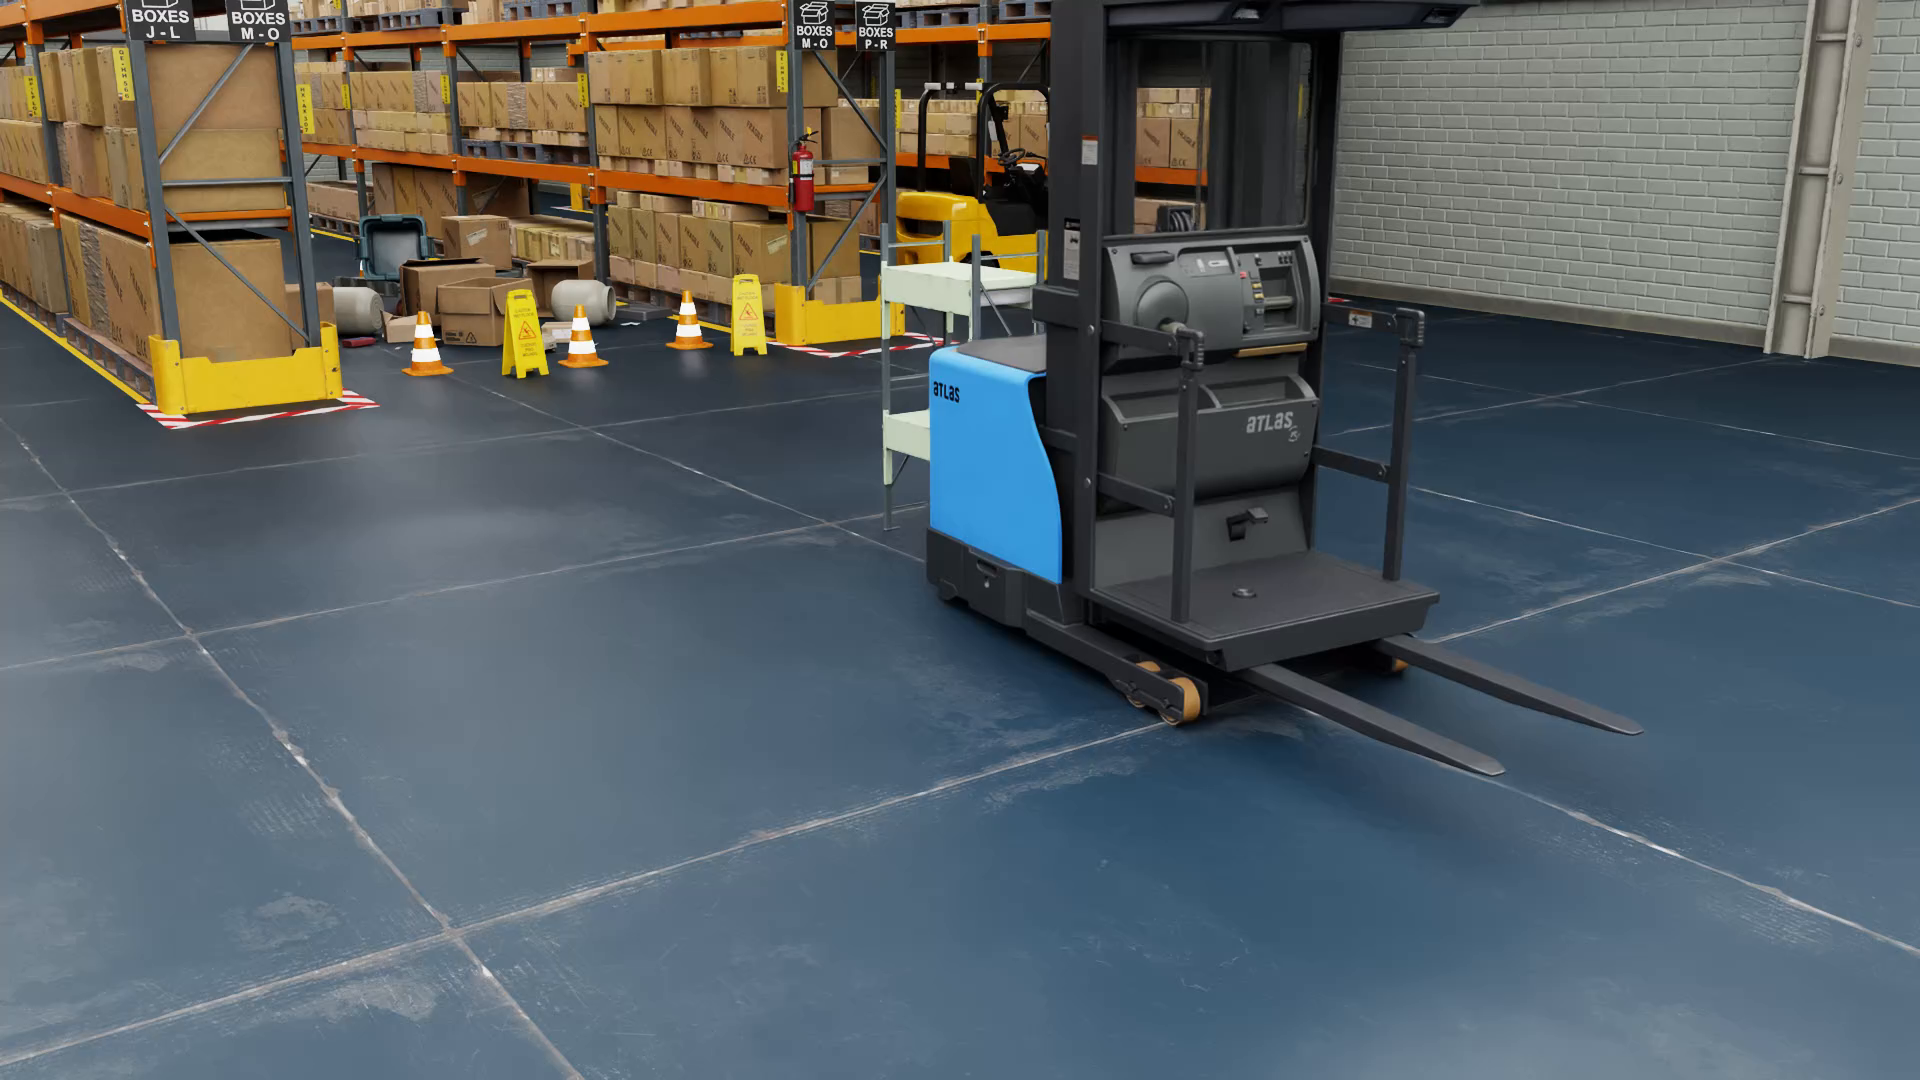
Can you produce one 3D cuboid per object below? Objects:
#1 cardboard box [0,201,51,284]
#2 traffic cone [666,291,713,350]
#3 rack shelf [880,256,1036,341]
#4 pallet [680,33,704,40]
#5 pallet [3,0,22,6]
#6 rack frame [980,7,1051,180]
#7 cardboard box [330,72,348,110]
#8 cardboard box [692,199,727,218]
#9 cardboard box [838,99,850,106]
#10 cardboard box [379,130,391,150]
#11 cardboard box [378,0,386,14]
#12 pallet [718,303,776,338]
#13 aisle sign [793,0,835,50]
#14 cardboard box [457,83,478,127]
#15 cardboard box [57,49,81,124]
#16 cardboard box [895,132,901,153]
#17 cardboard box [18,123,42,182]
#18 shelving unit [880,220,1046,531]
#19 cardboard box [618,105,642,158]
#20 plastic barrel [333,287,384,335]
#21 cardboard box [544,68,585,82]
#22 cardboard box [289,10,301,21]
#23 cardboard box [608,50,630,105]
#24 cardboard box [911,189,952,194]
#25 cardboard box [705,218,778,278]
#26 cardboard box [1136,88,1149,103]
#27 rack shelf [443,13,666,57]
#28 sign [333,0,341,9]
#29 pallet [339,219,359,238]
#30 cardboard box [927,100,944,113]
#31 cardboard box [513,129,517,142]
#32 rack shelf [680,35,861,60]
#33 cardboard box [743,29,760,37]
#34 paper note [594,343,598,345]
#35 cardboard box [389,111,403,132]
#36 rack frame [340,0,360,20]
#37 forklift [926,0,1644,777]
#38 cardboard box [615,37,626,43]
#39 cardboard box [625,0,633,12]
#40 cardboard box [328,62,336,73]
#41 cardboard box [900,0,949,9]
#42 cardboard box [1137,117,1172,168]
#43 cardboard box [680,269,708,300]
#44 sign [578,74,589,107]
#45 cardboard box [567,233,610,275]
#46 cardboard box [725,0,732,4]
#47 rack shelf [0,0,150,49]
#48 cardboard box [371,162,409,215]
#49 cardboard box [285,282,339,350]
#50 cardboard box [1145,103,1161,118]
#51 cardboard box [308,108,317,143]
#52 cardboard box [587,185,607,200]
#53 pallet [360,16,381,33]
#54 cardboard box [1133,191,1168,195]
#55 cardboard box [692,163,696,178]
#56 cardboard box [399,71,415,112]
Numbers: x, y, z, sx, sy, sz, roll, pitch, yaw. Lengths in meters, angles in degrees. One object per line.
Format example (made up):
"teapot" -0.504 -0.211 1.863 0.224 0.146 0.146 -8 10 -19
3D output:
"cardboard box" -9.354 -3.089 17.147 1.050 0.750 0.750 -11 19 -35
"traffic cone" -2.287 -1.865 14.015 0.336 0.463 0.334 -11 19 -35
"rack shelf" 0.004 -1.098 7.770 0.431 0.370 0.720 -11 19 -35
"pallet" -3.707 -7.737 25.337 1.213 0.211 1.003 -11 19 -35
"pallet" -7.866 -4.804 14.627 0.805 0.209 1.217 -12 19 -37
"rack frame" 0.670 -4.823 20.015 1.000 3.000 0.127 -11 19 -35
"cardboard box" -8.547 -6.348 23.505 0.500 0.500 0.500 -11 19 -35
"cardboard box" -2.242 -3.058 15.329 0.380 0.149 0.250 -10 18 -32
"cardboard box" -1.403 -5.817 22.228 0.380 0.149 0.250 -10 18 -33
"cardboard box" -7.407 -5.330 22.154 0.500 0.250 0.500 -11 19 -35
"cardboard box" -7.255 -6.900 21.381 0.396 0.266 0.258 -9 18 -30
"pallet" -1.485 -2.048 15.157 1.003 0.211 1.213 -11 19 -35
"aisle sign" -1.189 -4.393 13.520 0.394 0.787 0.004 -11 19 -35
"cardboard box" -5.617 -5.168 19.727 0.500 0.500 0.500 -12 19 -36
"cardboard box" -6.475 -3.535 12.979 0.875 0.550 0.550 -11 19 -35
"cardboard box" -0.715 -5.144 21.472 0.500 0.250 0.500 -10 18 -33
"cardboard box" -8.107 -3.488 14.947 0.500 0.500 0.500 -11 19 -35
"shelving unit" 0.004 -0.722 7.873 0.431 1.500 0.755 -11 19 -35
"cardboard box" -2.996 -4.002 16.265 0.500 0.500 0.500 -11 19 -35
"plastic barrel" -5.380 -2.015 14.636 0.512 0.421 0.421 1 15 4
"cardboard box" -4.213 -4.967 17.766 0.380 0.149 0.250 -12 19 -36
"cardboard box" -9.945 -7.922 25.148 0.380 0.149 0.250 -10 18 -33
"cardboard box" -2.977 -4.485 16.135 0.700 0.500 0.500 -11 19 -34
"cardboard box" -0.096 -4.157 21.283 0.875 0.625 0.625 -11 19 -35
"cardboard box" -1.982 -2.677 15.167 0.500 0.500 0.500 -10 18 -33
"cardboard box" 1.966 -4.720 17.656 0.380 0.149 0.250 -10 18 -33
"rack shelf" -4.519 -5.578 18.456 1.077 0.370 4.000 -11 19 -35
"sign" -8.495 -7.408 22.648 0.100 0.325 0.005 -11 19 -35
"pallet" -8.430 -4.589 24.444 1.003 0.211 1.213 -11 19 -35
"cardboard box" -0.240 -5.371 20.598 0.380 0.149 0.250 -12 19 -36
"cardboard box" -4.844 -4.602 18.889 0.380 0.149 0.250 -10 18 -32
"rack shelf" -2.858 -7.204 24.395 1.077 0.370 4.000 -11 19 -35
"cardboard box" -2.770 -7.337 23.804 0.500 0.250 0.500 -11 19 -35
"paper note" -3.157 -1.658 14.077 0.142 0.019 0.148 10 18 33
"cardboard box" -7.112 -5.464 21.696 0.500 0.250 0.500 -12 19 -36
"rack frame" -8.047 -8.653 22.646 1.000 3.000 0.127 -11 19 -35
"forklift" 1.040 -0.913 5.859 1.130 2.935 3.031 -9 18 -30
"cardboard box" -5.413 -8.212 27.191 0.380 0.149 0.250 -10 18 -33
"cardboard box" -3.014 -5.172 16.085 0.380 0.149 0.250 -11 19 -34
"cardboard box" -8.854 -6.799 23.922 0.380 0.149 0.250 -11 19 -35
"cardboard box" -0.404 -6.758 20.587 0.500 0.311 0.500 -12 19 -36
"cardboard box" 2.223 -4.193 17.526 0.500 0.500 0.500 -10 18 -33
"cardboard box" -2.294 -2.427 15.676 0.500 0.250 0.500 -12 19 -37
"sign" -3.790 -4.523 16.727 0.100 0.325 0.005 -11 19 -35
"cardboard box" -3.653 -3.098 17.896 0.950 0.372 0.625 -11 19 -34
"cardboard box" -1.823 -4.730 14.471 0.380 0.149 0.250 -11 19 -34
"rack shelf" -8.463 -4.788 15.570 1.077 0.370 4.000 -11 19 -35
"cardboard box" -7.617 -4.818 23.225 0.875 0.875 0.875 -10 18 -33
"cardboard box" -5.545 -1.885 14.011 0.500 0.500 0.500 -7 17 -25
"cardboard box" 2.178 -4.530 17.526 0.380 0.149 0.250 -11 19 -35
"cardboard box" -9.436 -6.196 24.841 0.500 0.500 0.500 -10 18 -33
"cardboard box" -6.103 -6.238 29.120 0.797 0.503 0.637 -12 19 -37
"pallet" -7.468 -6.926 22.380 0.805 0.209 1.217 -12 19 -37
"cardboard box" 2.015 -3.784 18.740 0.500 0.250 0.500 -11 19 -36
"cardboard box" -2.267 -3.452 15.483 0.380 0.149 0.250 -11 19 -35
"cardboard box" -6.805 -5.721 21.214 0.500 0.500 0.500 -11 19 -34
